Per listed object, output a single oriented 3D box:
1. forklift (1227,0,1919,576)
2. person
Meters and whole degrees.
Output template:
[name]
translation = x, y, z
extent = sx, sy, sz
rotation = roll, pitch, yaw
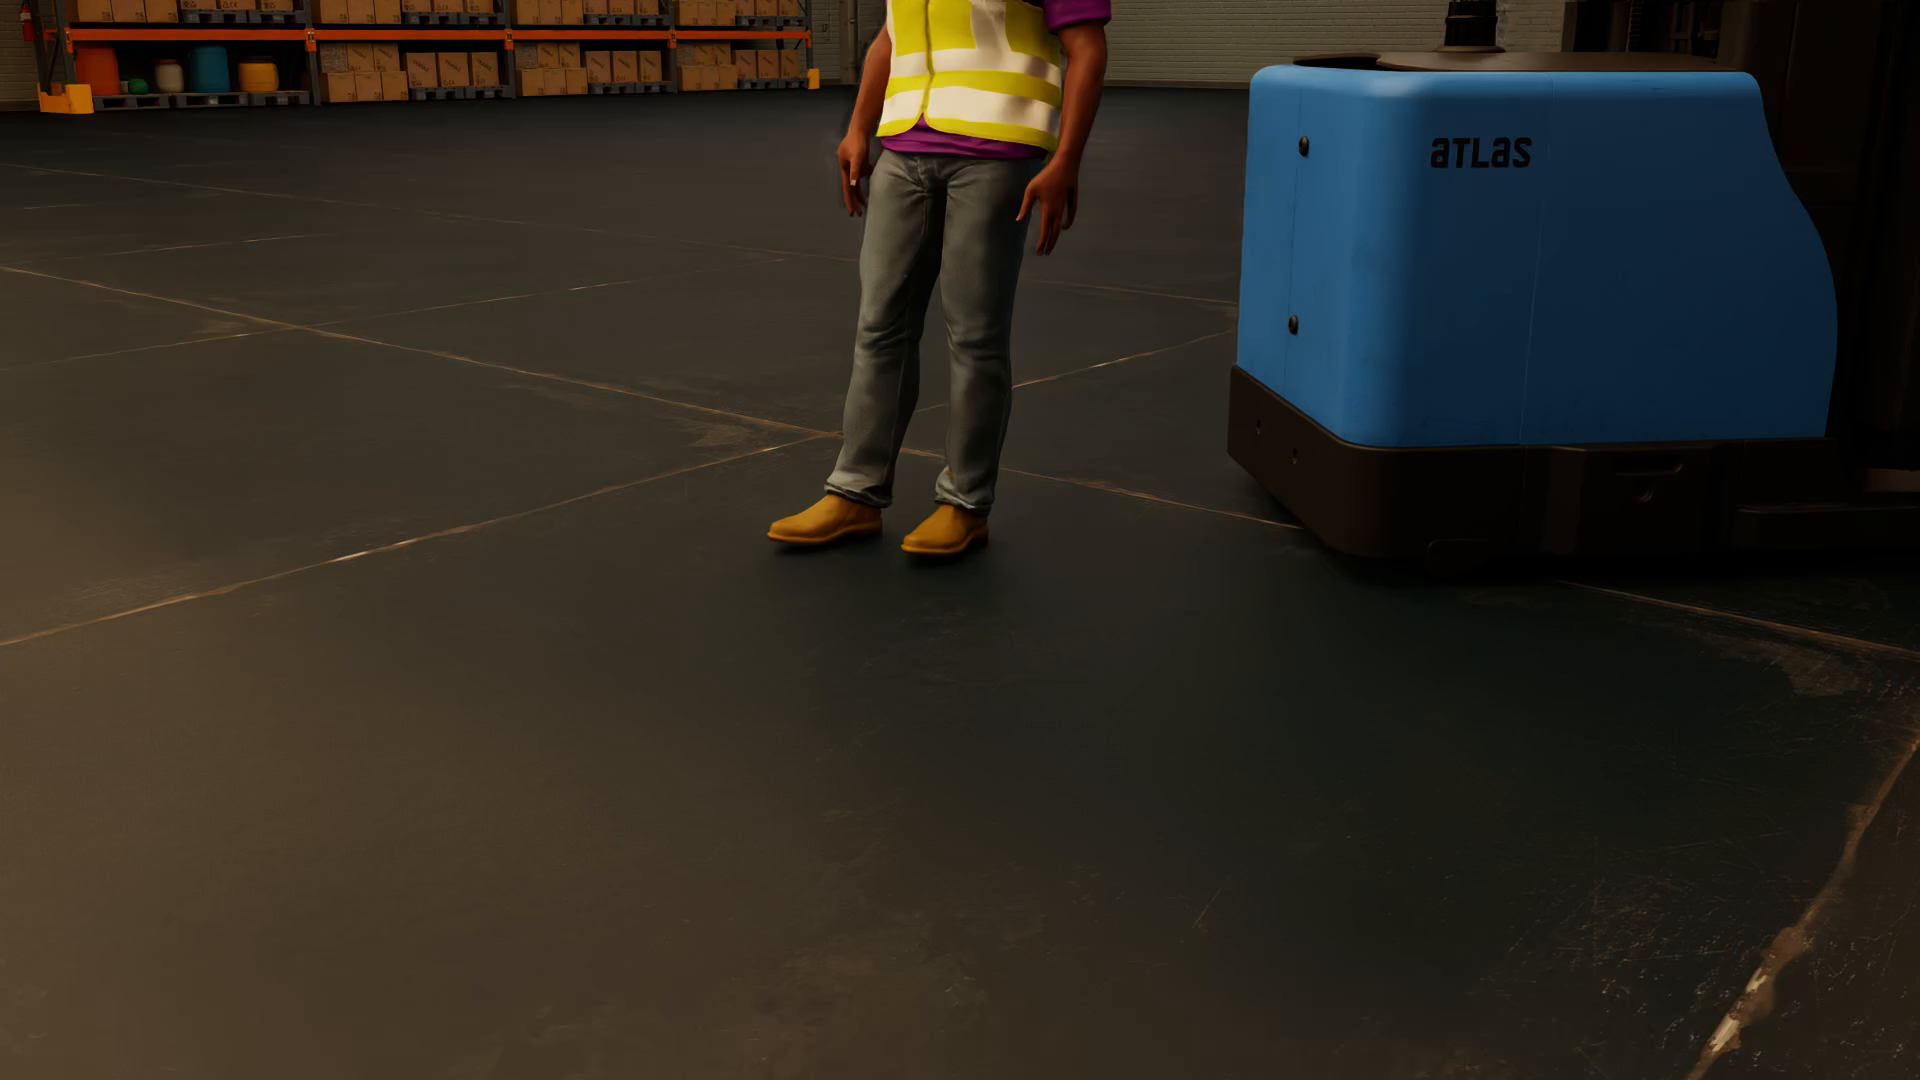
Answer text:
[forklift]
translation = 2.269, -1.489, 3.801
extent = 3.031, 2.935, 1.130
rotation = -2, 17, -6
[person]
translation = -0.039, -0.831, 3.623
extent = 0.669, 1.764, 0.572
rotation = 14, 22, 38
